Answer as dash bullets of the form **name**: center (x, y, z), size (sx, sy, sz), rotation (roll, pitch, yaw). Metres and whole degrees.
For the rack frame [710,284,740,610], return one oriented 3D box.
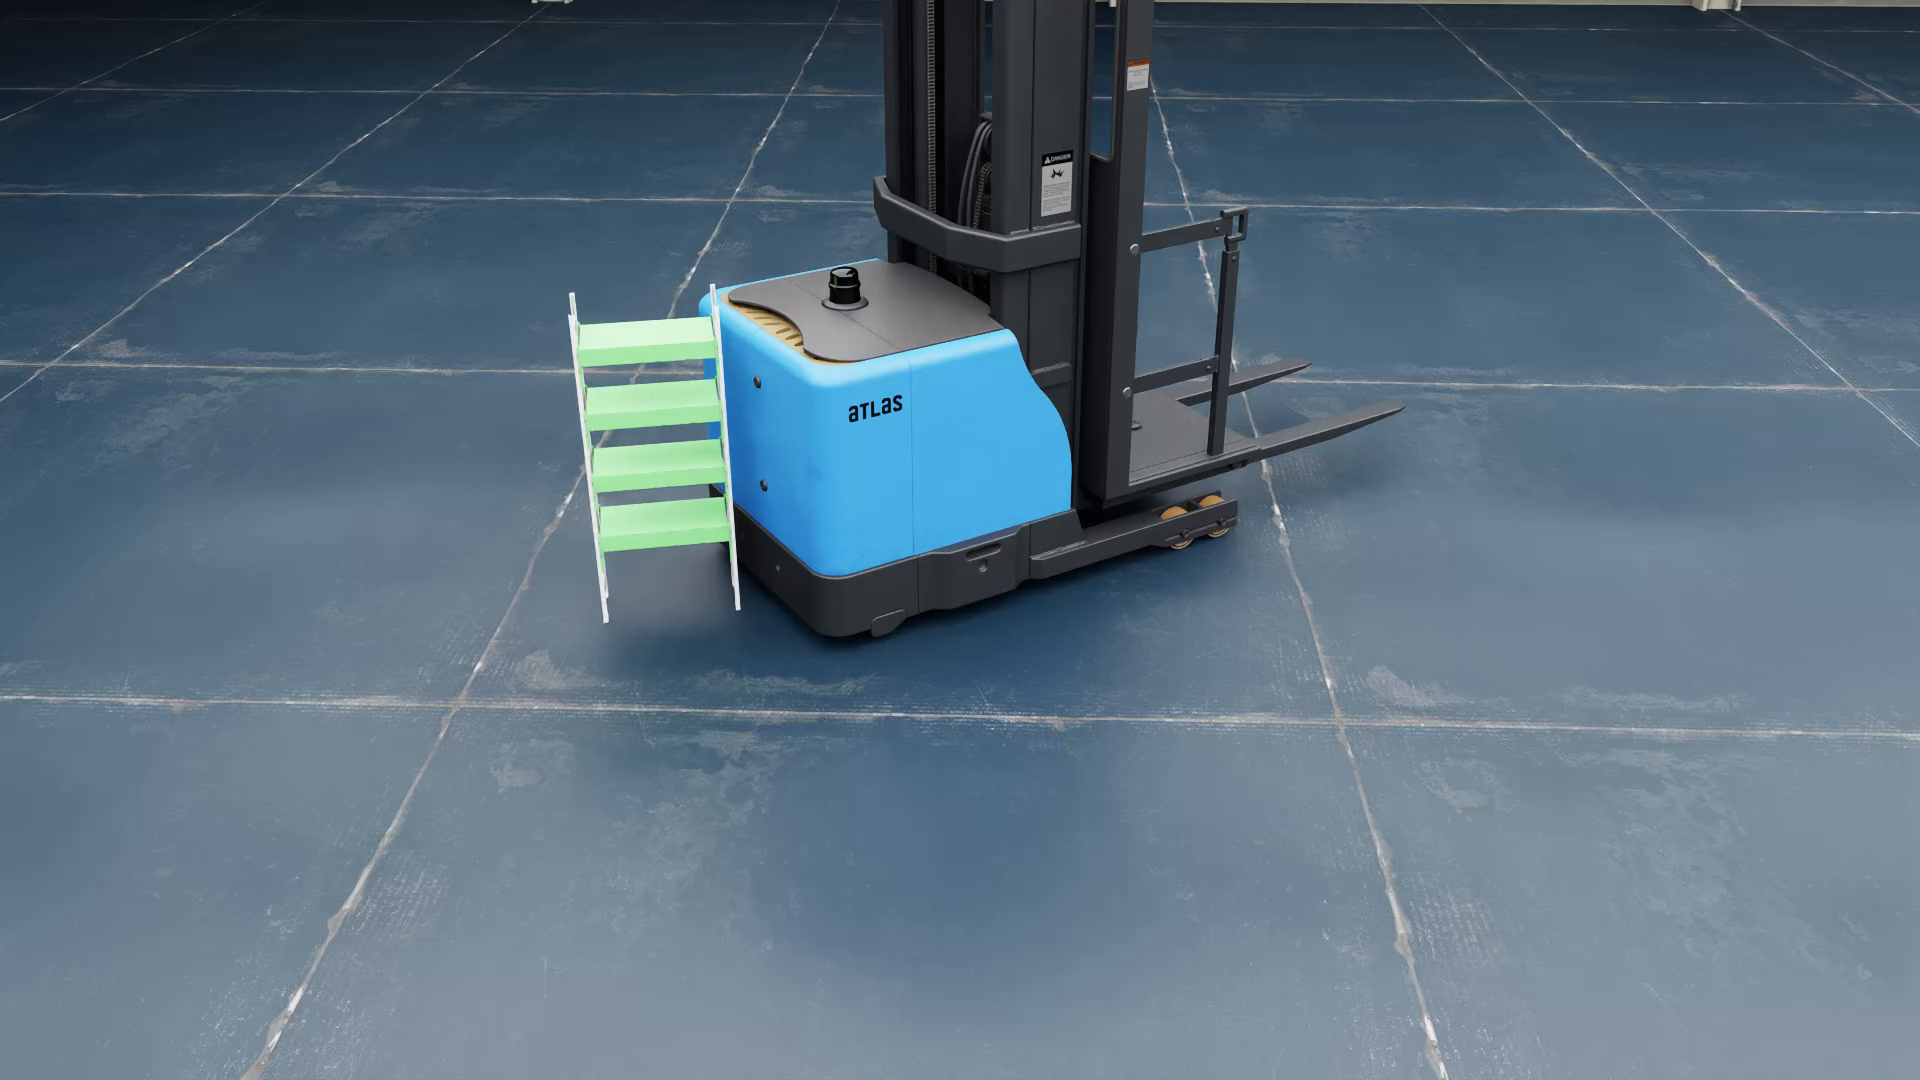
- **rack frame**: center (-0.856, -0.321, 6.075), size (0.015, 1.200, 0.240), rotation (-5, 28, -10)

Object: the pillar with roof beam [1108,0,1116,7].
- **pillar with roof beam**: center (1.592, -7.516, 11.320), size (0.400, 9.000, 9.100), rotation (1, 28, 2)

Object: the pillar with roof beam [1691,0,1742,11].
- **pillar with roof beam**: center (7.588, -7.416, 11.133), size (0.400, 9.000, 9.100), rotation (1, 28, 2)

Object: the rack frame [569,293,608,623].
- **rack frame**: center (-1.335, -0.278, 5.994), size (0.015, 1.200, 0.240), rotation (-5, 28, -10)

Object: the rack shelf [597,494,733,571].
- **rack shelf**: center (-1.096, -0.031, 6.177), size (0.480, 0.148, 0.258), rotation (-5, 28, -10)

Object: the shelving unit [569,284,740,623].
- **shelving unit**: center (-1.096, -0.300, 6.035), size (0.503, 1.200, 0.258), rotation (-5, 28, -10)

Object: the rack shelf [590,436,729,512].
- **rack shelf**: center (-1.096, -0.243, 6.065), size (0.480, 0.148, 0.258), rotation (-5, 28, -10)

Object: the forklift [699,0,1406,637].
- **forklift**: center (0.530, -1.451, 6.358), size (3.031, 2.935, 1.130), rotation (-16, 32, -28)

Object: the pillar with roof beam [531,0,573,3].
- **pillar with roof beam**: center (-4.404, -7.615, 11.507), size (0.400, 9.000, 9.100), rotation (1, 28, 2)

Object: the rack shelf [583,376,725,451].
- **rack shelf**: center (-1.096, -0.456, 5.952), size (0.480, 0.148, 0.258), rotation (-5, 28, -10)

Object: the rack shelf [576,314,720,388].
- **rack shelf**: center (-1.096, -0.668, 5.840), size (0.480, 0.148, 0.258), rotation (-5, 28, -10)
